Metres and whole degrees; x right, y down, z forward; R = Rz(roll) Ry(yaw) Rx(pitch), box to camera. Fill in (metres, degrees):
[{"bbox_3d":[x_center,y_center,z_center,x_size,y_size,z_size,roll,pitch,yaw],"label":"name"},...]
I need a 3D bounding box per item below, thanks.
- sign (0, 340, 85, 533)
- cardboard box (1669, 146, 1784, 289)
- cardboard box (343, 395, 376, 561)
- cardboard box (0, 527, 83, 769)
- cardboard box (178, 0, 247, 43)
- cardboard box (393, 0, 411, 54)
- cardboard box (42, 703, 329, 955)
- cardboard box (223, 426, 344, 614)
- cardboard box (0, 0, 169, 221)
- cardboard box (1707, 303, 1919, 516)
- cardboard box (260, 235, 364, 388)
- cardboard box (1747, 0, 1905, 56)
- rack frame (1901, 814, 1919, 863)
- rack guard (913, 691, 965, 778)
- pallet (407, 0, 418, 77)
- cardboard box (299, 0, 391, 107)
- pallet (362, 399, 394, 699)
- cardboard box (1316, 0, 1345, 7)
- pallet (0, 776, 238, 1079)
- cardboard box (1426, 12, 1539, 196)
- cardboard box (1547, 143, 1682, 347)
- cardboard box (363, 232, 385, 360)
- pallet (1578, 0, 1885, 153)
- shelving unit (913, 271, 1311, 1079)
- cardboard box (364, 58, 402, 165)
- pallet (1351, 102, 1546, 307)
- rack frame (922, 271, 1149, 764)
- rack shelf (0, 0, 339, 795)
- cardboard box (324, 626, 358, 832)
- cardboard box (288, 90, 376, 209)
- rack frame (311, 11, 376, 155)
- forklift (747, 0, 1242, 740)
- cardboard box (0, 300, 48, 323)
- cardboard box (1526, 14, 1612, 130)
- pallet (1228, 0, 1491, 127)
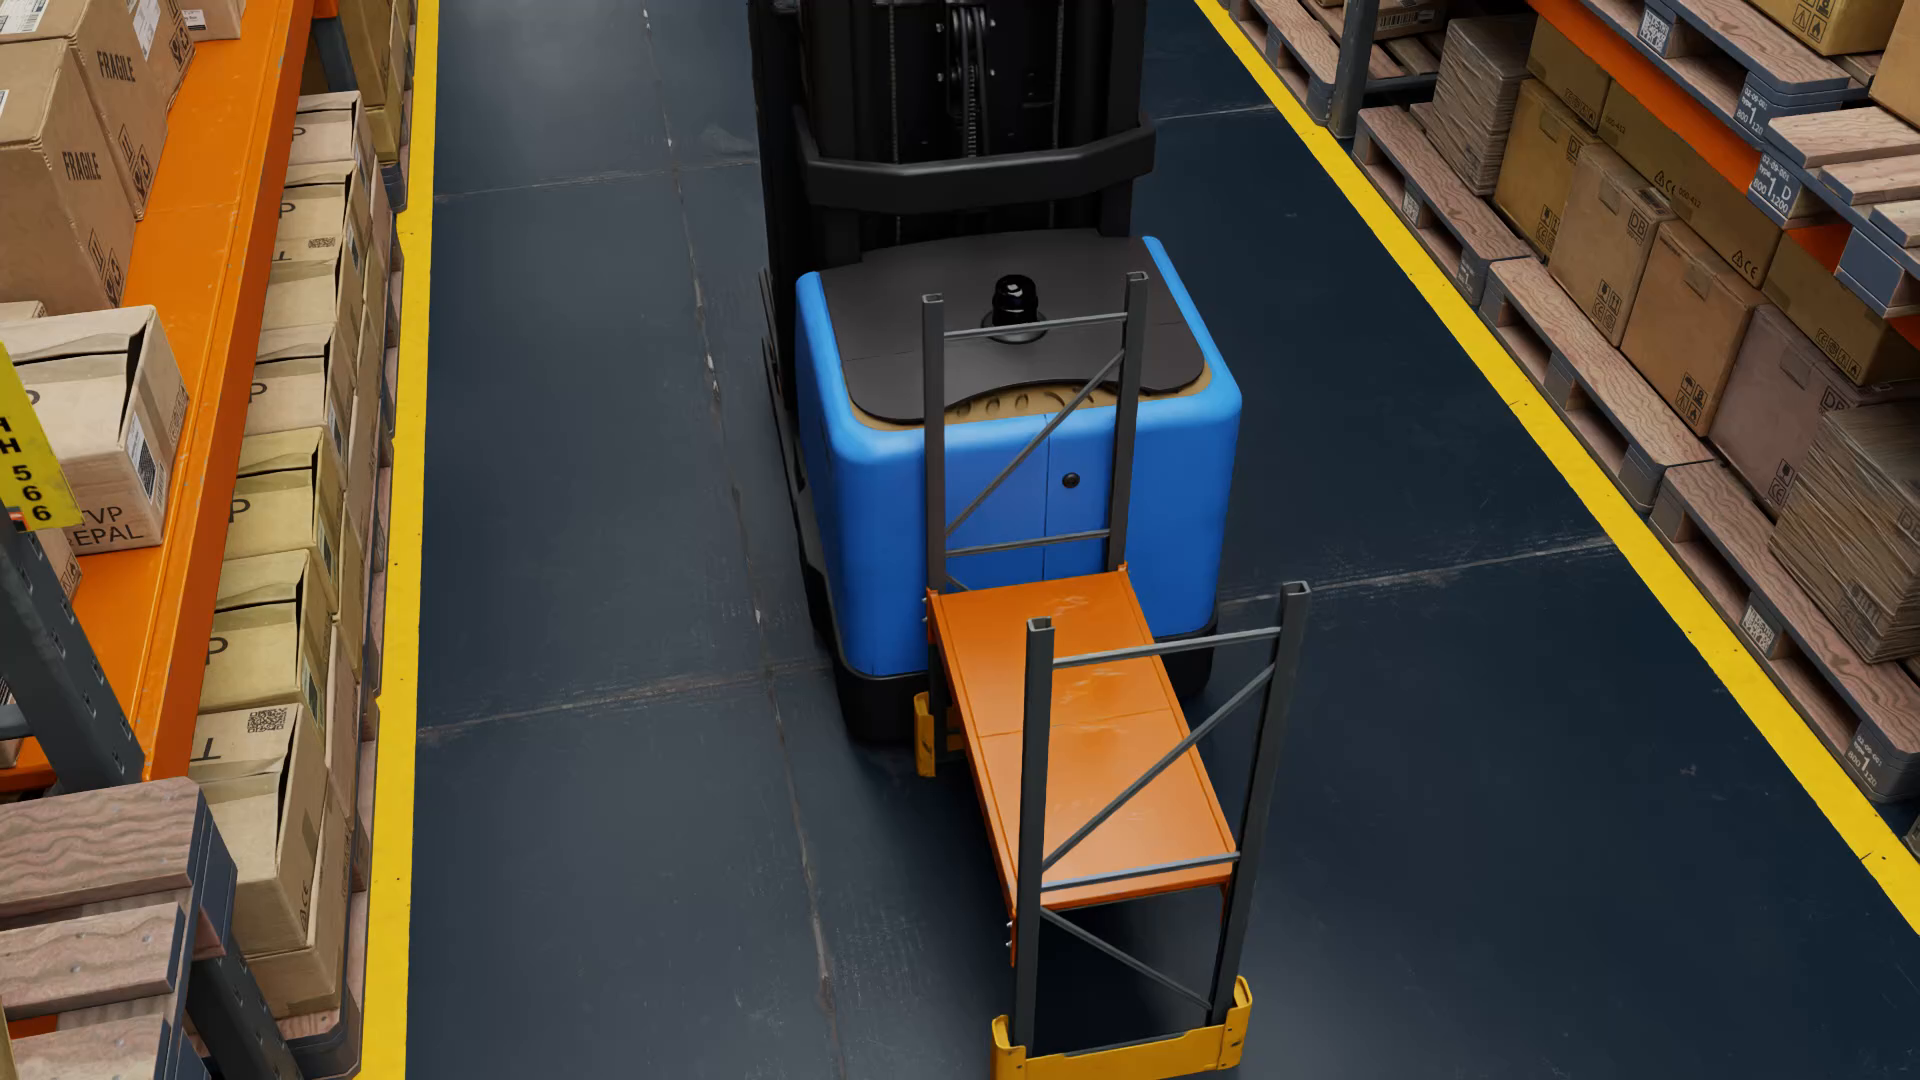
[{"bbox_3d":[-1.338,-0.140,2.335,0.100,0.325,0.005,-8,42,-9],"label":"sign"},{"bbox_3d":[2.587,-1.045,5.155,0.500,0.250,0.500,-9,42,-9],"label":"cardboard box"},{"bbox_3d":[-2.030,-0.157,4.922,0.500,0.250,0.500,-8,42,-8],"label":"cardboard box"},{"bbox_3d":[-1.901,0.139,2.901,0.500,0.311,0.500,-6,42,-7],"label":"cardboard box"},{"bbox_3d":[-2.360,-1.651,4.952,0.396,0.266,0.258,-9,42,-10],"label":"cardboard box"},{"bbox_3d":[-2.739,-2.368,7.413,0.500,0.250,0.500,-8,42,-9],"label":"cardboard box"},{"bbox_3d":[-1.692,0.628,3.616,0.500,0.311,0.500,-7,42,-8],"label":"cardboard box"},{"bbox_3d":[-1.921,-0.043,4.371,0.500,0.311,0.500,-9,42,-10],"label":"cardboard box"},{"bbox_3d":[-2.357,-1.116,4.173,0.500,0.500,0.500,-8,42,-9],"label":"cardboard box"},{"bbox_3d":[2.767,-0.404,4.997,0.700,0.500,0.500,-8,42,-9],"label":"cardboard box"},{"bbox_3d":[-2.138,-0.702,5.114,0.500,0.311,0.500,-8,42,-9],"label":"cardboard box"},{"bbox_3d":[2.569,-1.674,4.470,0.700,0.500,0.500,-8,42,-9],"label":"cardboard box"},{"bbox_3d":[2.971,-0.365,3.401,1.000,3.000,0.127,-8,42,-9],"label":"rack frame"},{"bbox_3d":[0.169,0.492,4.508,0.587,0.250,0.087,-7,42,-8],"label":"rack guard"},{"bbox_3d":[-3.126,-2.516,7.926,1.003,0.211,1.213,-8,42,-9],"label":"pallet"},{"bbox_3d":[-2.523,-2.000,6.433,0.500,0.500,0.500,-8,42,-9],"label":"cardboard box"},{"bbox_3d":[-2.265,0.062,5.021,1.003,0.211,1.213,-8,42,-9],"label":"pallet"},{"bbox_3d":[1.844,-2.854,7.757,0.500,0.500,0.500,-11,43,-12],"label":"cardboard box"},{"bbox_3d":[-1.651,0.849,2.179,1.213,0.211,1.003,-8,42,-9],"label":"pallet"},{"bbox_3d":[2.282,-1.712,6.471,0.700,0.500,0.500,-7,42,-8],"label":"cardboard box"},{"bbox_3d":[2.514,-1.048,5.723,0.700,0.500,0.500,-8,42,-9],"label":"cardboard box"},{"bbox_3d":[-2.249,-0.819,5.668,0.500,0.250,0.500,-9,42,-10],"label":"cardboard box"},{"bbox_3d":[2.503,-1.570,4.904,1.003,0.211,1.213,-8,42,-9],"label":"pallet"},{"bbox_3d":[0.266,0.349,3.728,0.587,1.500,1.083,-7,42,-8],"label":"shelving unit"},{"bbox_3d":[-2.533,-1.718,6.681,0.500,0.250,0.500,-8,42,-9],"label":"cardboard box"},{"bbox_3d":[2.277,-1.410,6.680,1.003,0.211,1.213,-8,42,-9],"label":"pallet"},{"bbox_3d":[0.165,0.012,4.107,0.500,1.500,0.032,-7,42,-8],"label":"rack frame"},{"bbox_3d":[-2.297,-0.680,4.298,1.077,0.370,4.000,-8,42,-9],"label":"rack shelf"},{"bbox_3d":[-1.801,0.512,4.169,0.500,0.250,0.500,-9,42,-10],"label":"cardboard box"},{"bbox_3d":[-2.362,-1.362,5.858,0.500,0.311,0.500,-8,42,-9],"label":"cardboard box"},{"bbox_3d":[-2.729,-2.245,5.520,1.000,3.000,0.127,-8,42,-9],"label":"rack frame"},{"bbox_3d":[-0.078,-1.537,4.774,1.130,2.935,3.031,-7,42,-8],"label":"forklift"},{"bbox_3d":[-2.196,-0.377,3.604,0.380,0.149,0.250,-5,42,-6],"label":"cardboard box"},{"bbox_3d":[2.381,-1.708,5.901,0.500,0.250,0.500,-9,42,-10],"label":"cardboard box"},{"bbox_3d":[1.928,-2.345,7.733,1.003,0.211,1.213,-8,42,-9],"label":"pallet"}]
